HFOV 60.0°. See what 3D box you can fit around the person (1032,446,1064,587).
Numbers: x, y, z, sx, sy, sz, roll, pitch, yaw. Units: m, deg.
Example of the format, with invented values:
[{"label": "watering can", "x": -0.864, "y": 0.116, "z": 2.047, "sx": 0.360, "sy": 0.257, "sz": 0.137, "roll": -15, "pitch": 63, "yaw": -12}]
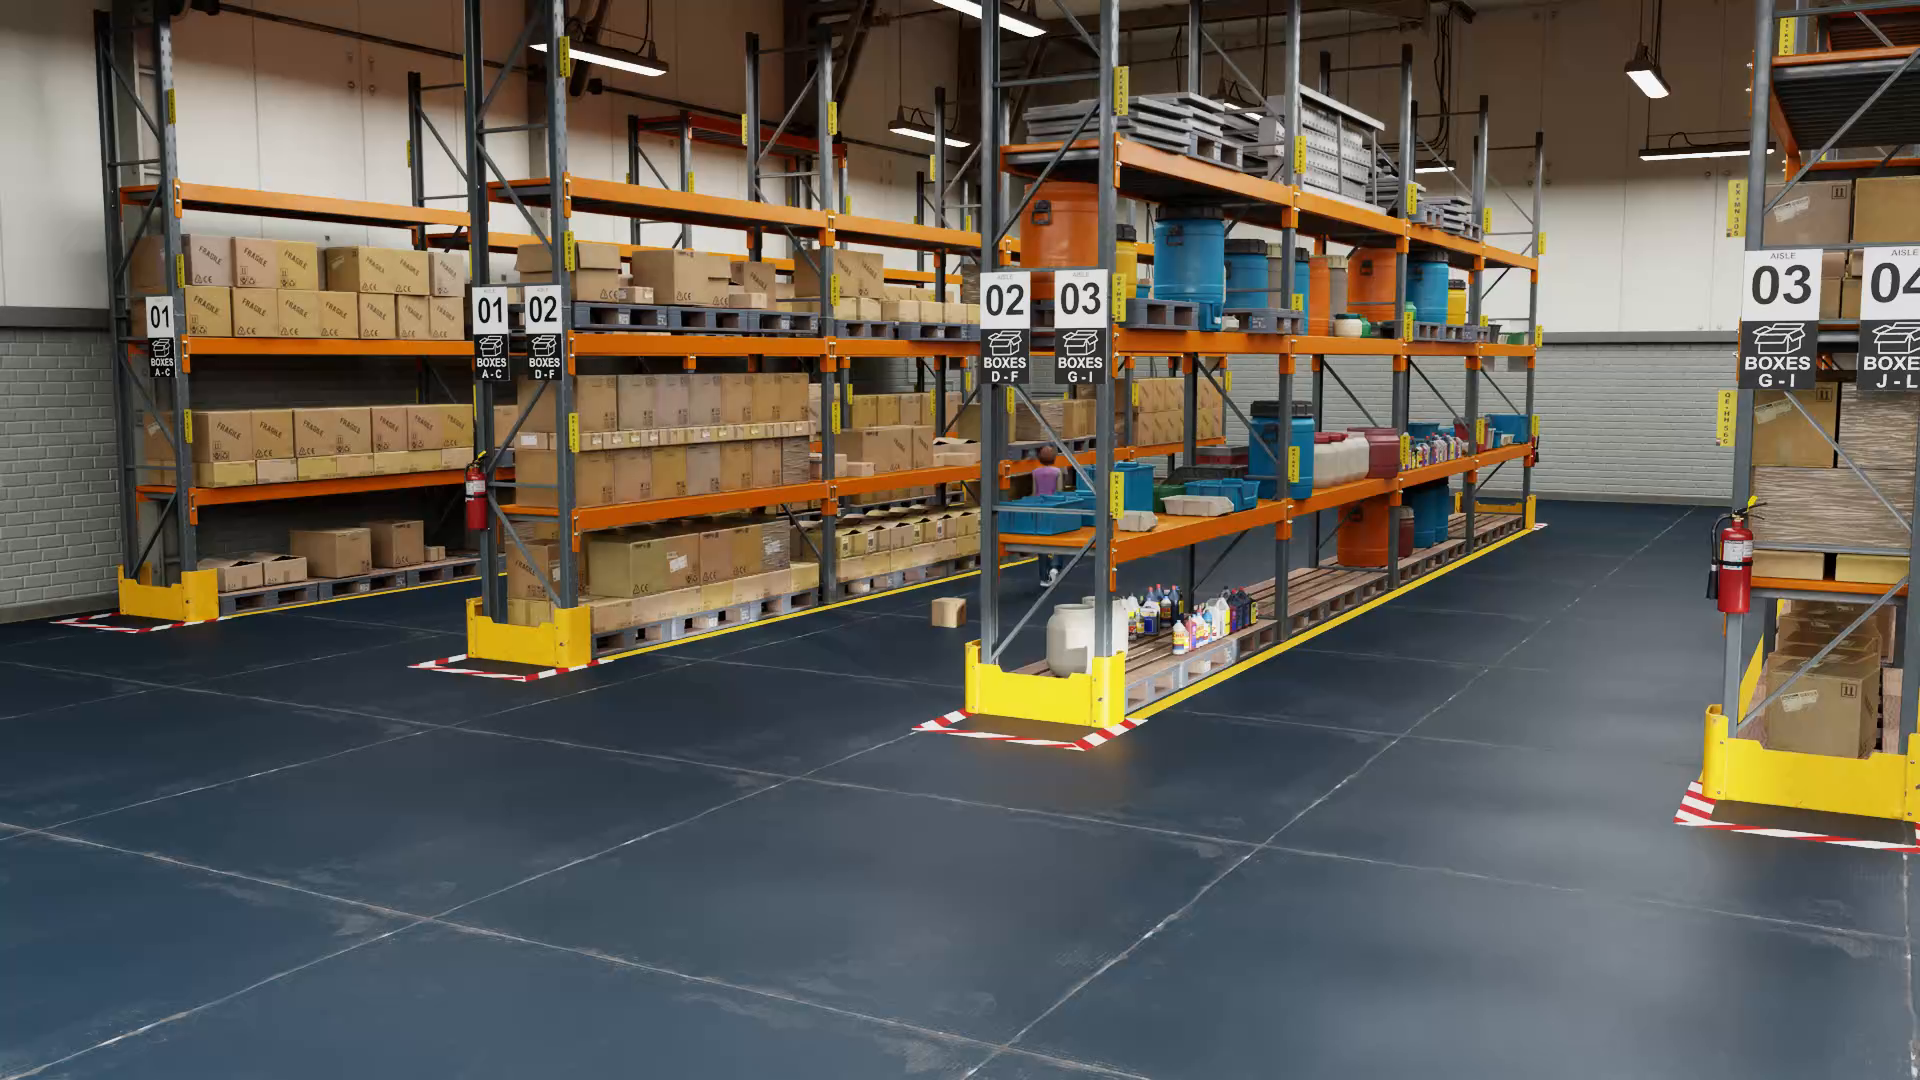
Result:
[{"label": "person", "x": 1.020, "y": -0.269, "z": 18.849, "sx": 0.414, "sy": 1.600, "sz": 0.402, "roll": 2, "pitch": 7, "yaw": 20}]
